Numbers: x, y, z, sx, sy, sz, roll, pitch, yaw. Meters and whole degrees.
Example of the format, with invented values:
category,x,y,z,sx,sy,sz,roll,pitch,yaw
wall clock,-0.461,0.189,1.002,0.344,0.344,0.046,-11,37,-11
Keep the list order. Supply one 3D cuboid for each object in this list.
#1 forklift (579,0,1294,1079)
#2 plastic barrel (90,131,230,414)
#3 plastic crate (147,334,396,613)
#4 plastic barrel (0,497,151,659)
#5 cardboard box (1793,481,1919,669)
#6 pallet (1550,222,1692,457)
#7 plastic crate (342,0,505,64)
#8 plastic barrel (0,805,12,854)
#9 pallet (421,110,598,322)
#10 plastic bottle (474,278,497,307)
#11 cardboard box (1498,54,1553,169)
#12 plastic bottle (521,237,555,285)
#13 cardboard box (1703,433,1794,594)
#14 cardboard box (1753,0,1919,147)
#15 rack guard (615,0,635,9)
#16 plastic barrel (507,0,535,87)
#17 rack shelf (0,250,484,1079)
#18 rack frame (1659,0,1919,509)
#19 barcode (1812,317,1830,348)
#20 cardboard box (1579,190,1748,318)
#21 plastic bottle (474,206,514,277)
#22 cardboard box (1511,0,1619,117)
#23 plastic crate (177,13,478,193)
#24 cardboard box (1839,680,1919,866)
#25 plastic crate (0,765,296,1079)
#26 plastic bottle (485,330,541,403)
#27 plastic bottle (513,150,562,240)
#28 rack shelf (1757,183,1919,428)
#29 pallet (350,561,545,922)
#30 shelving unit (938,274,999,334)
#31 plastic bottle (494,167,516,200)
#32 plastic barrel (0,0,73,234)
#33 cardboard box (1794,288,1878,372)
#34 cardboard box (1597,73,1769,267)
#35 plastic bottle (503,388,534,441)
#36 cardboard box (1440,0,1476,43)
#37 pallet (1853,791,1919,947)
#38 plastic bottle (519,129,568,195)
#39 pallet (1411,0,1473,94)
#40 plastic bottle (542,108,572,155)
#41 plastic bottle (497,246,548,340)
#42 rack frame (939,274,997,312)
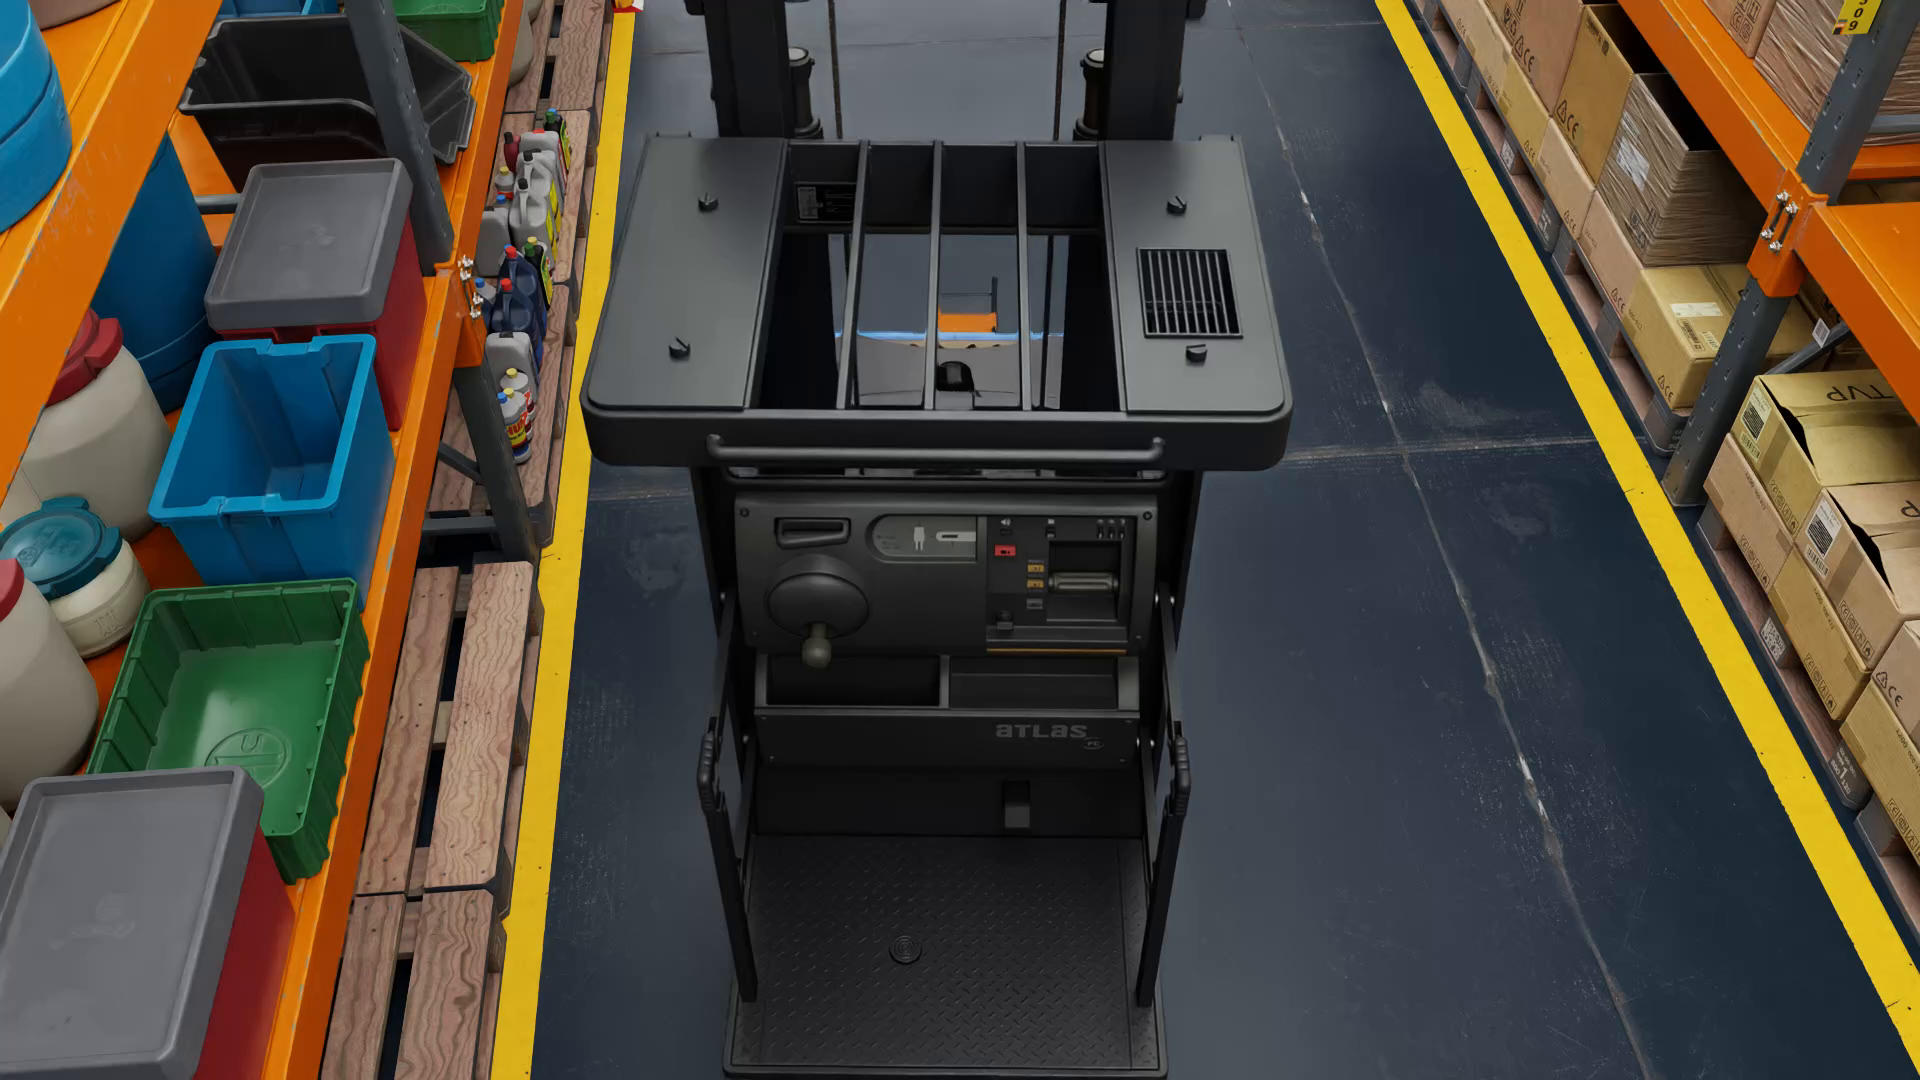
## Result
category,x,y,z,sx,sy,sz,roll,pitch,yaw
forklift,-0.031,0.188,3.553,1.130,2.935,3.031,0,47,0
plastic barrel,-2.205,-0.792,4.089,0.600,0.901,0.708,-3,47,-3
plastic crate,-1.533,-0.133,3.821,0.392,0.384,0.575,-3,47,-3
plastic barrel,-1.977,0.097,3.687,0.301,0.262,0.301,0,47,0
cardboard box,2.824,0.069,4.837,0.500,0.311,0.500,-4,47,-4
pallet,2.976,-0.835,6.395,1.003,0.211,1.213,-3,47,-3
plastic crate,-1.768,-1.844,5.576,0.450,0.188,0.662,-3,47,-3
plastic barrel,-1.976,0.585,3.036,0.433,0.535,0.433,0,47,0
pallet,-2.055,-1.332,6.866,1.003,0.211,1.213,-3,47,-3
plastic bottle,-1.722,-0.837,6.053,0.097,0.271,0.097,0,47,0
cardboard box,2.613,-1.822,7.014,0.500,0.250,0.500,-3,47,-3
plastic bottle,-1.606,-1.058,6.311,0.097,0.201,0.097,0,47,0
cardboard box,2.788,-0.108,5.391,0.500,0.250,0.500,-5,47,-4
cardboard box,2.957,-1.571,5.103,0.700,0.500,0.500,-5,47,-4
rack guard,-2.217,-2.900,8.152,1.175,0.500,0.348,-3,47,-3
plastic barrel,-2.097,-2.266,7.254,0.421,0.512,0.421,0,47,0
rack shelf,-1.768,0.777,3.444,1.077,0.370,4.000,-3,47,-3
rack frame,3.001,-1.216,4.835,1.000,3.000,0.127,-3,47,-3
barcode,2.607,-0.628,5.036,0.001,0.075,0.075,-3,47,-3
cardboard box,2.712,-1.099,6.330,0.500,0.250,0.500,-3,47,-3
plastic bottle,-1.786,-1.158,6.354,0.152,0.276,0.135,-3,47,-3
cardboard box,2.612,-2.080,6.742,0.500,0.500,0.500,-3,47,-3
plastic crate,-1.852,-1.282,4.941,0.767,0.338,0.504,-3,47,-3
cardboard box,2.875,0.637,4.685,0.500,0.250,0.500,-5,47,-5
plastic crate,-1.431,0.767,2.914,0.402,0.464,0.583,-3,47,-3
plastic bottle,-1.580,-0.621,5.846,0.152,0.276,0.135,-2,47,-2
plastic bottle,-1.656,-1.346,6.480,0.144,0.351,0.185,-2,47,-2
rack shelf,3.168,0.479,3.726,1.077,0.370,4.000,-3,47,-3
pallet,-1.831,0.607,5.029,1.003,0.211,1.213,-3,47,-3
shelving unit,0.012,-0.362,5.370,0.215,1.050,0.252,1,47,1
plastic bottle,-1.797,-1.393,6.627,0.097,0.201,0.097,0,47,0
plastic barrel,-1.567,-0.820,2.049,0.600,0.901,0.708,-3,47,-3
cardboard box,3.264,-0.769,6.016,0.500,0.250,0.500,-3,47,-3
cardboard box,2.714,-1.357,6.057,0.500,0.500,0.500,-3,47,-3
plastic bottle,-1.534,-0.437,5.722,0.097,0.201,0.097,0,47,0
cardboard box,2.535,-2.546,7.699,0.500,0.250,0.500,-3,47,-3
pallet,3.207,1.159,4.507,1.003,0.211,1.213,-3,47,-3
plastic bottle,-1.686,-1.540,6.715,0.152,0.276,0.135,-3,47,-3
pallet,2.772,-2.600,8.067,1.003,0.211,1.213,-3,47,-3
plastic bottle,-1.680,-1.698,6.917,0.097,0.201,0.097,0,47,0
plastic bottle,-1.605,-0.903,6.061,0.144,0.351,0.185,-5,47,-5
rack frame,0.014,-0.451,5.454,0.200,1.050,0.008,1,47,1
